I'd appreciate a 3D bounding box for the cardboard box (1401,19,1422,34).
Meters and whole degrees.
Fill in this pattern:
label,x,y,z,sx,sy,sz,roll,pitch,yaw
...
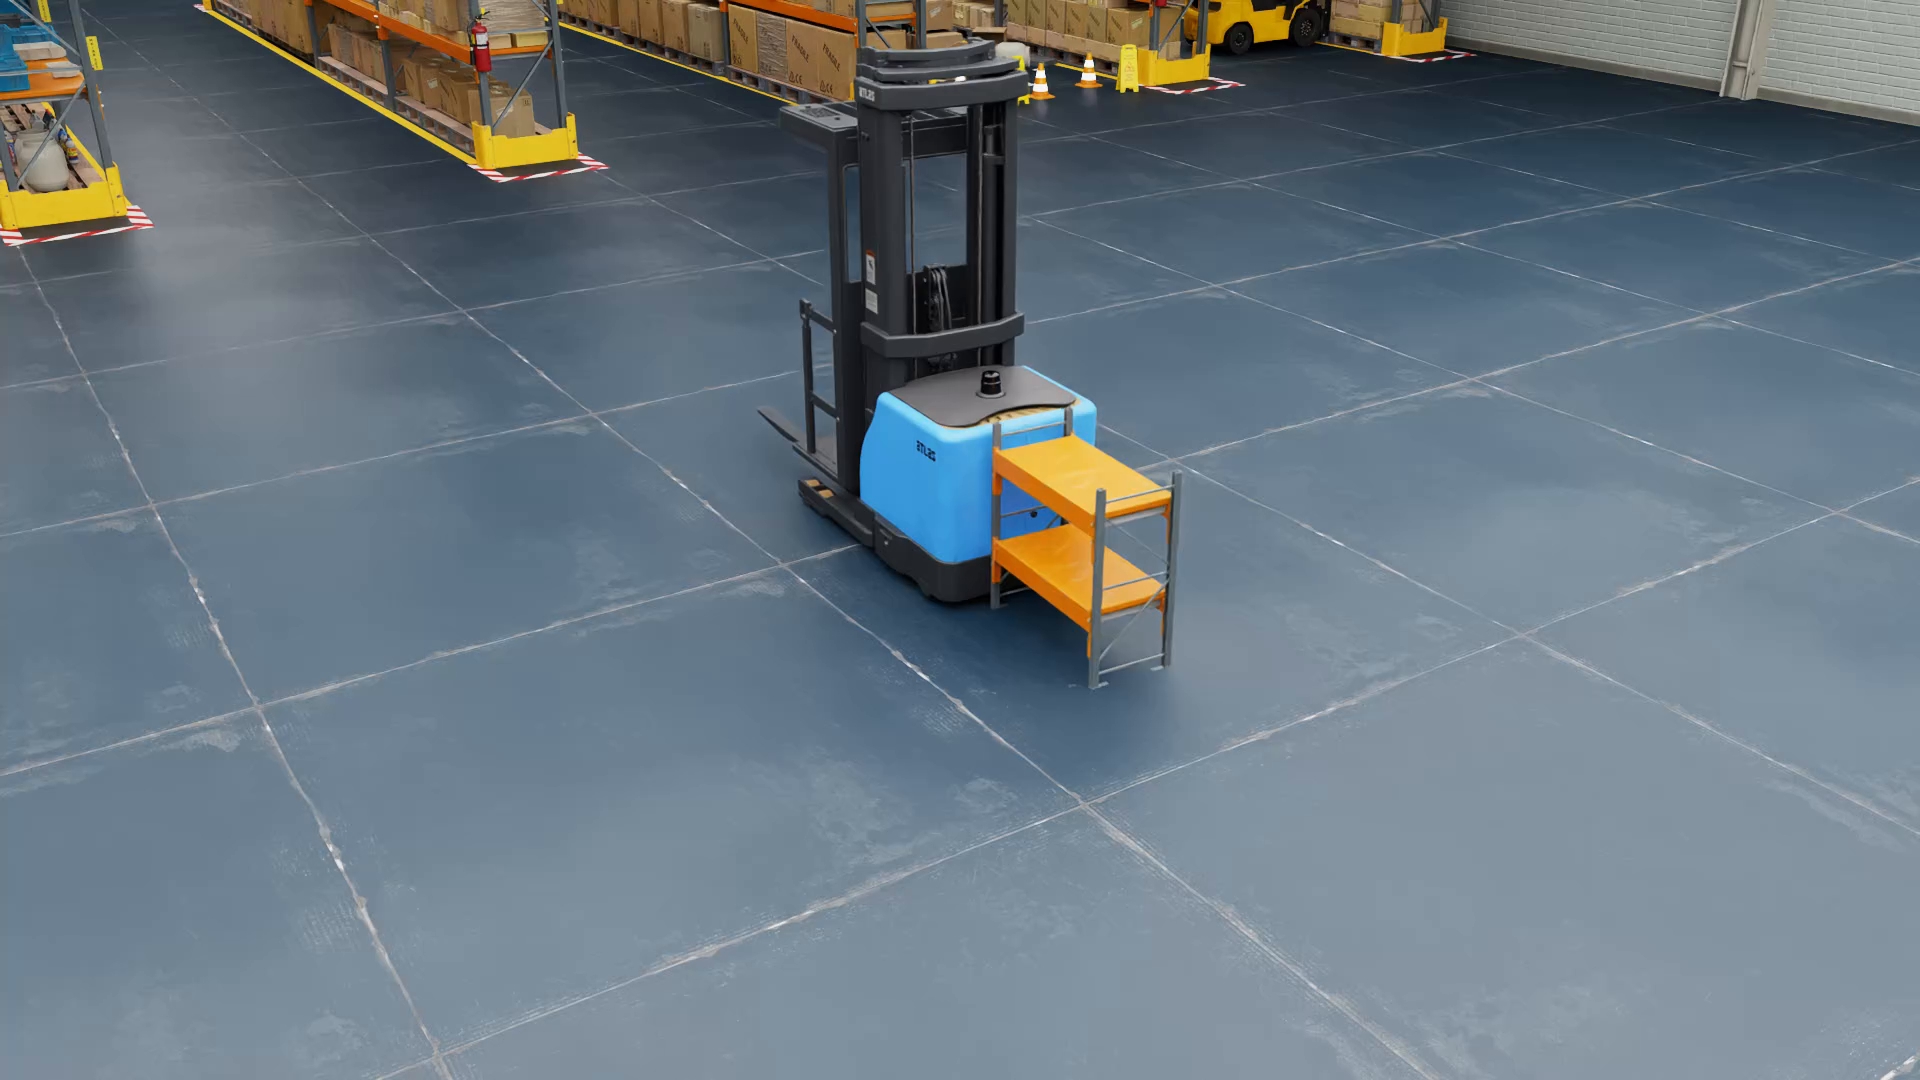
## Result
label,x,y,z,sx,sy,sz,roll,pitch,yaw
cardboard box,7.252,-8.478,27.424,0.500,0.250,0.500,-15,29,-29

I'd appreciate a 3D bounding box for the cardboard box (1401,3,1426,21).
label,x,y,z,sx,sy,sz,roll,pitch,yaw
cardboard box,7.274,-8.700,27.308,0.500,0.250,0.500,-15,29,-29

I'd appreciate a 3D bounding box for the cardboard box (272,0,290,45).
label,x,y,z,sx,sy,sz,roll,pitch,yaw
cardboard box,-10.310,-8.506,26.751,1.225,0.875,0.875,-15,29,-29

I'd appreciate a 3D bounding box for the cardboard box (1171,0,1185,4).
label,x,y,z,sx,sy,sz,roll,pitch,yaw
cardboard box,4.462,-10.320,30.888,0.875,0.625,0.625,-16,30,-30

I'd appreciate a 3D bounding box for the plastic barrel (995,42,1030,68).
label,x,y,z,sx,sy,sz,roll,pitch,yaw
plastic barrel,0.804,-7.373,25.373,0.512,0.421,0.421,3,25,6

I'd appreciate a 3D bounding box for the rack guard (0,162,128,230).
label,x,y,z,sx,sy,sz,roll,pitch,yaw
rack guard,-9.334,-3.574,17.236,1.175,0.500,0.348,-16,29,-30

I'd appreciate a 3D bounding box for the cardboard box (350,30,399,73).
label,x,y,z,sx,sy,sz,roll,pitch,yaw
cardboard box,-8.459,-7.141,24.276,0.700,0.500,0.500,-13,28,-25

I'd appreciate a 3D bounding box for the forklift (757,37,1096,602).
label,x,y,z,sx,sy,sz,roll,pitch,yaw
forklift,-0.384,-1.567,10.135,1.130,2.935,3.031,-14,29,-27

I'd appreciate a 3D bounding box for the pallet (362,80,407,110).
label,x,y,z,sx,sy,sz,roll,pitch,yaw
pallet,-7.713,-6.291,23.328,1.003,0.211,1.213,-16,29,-30

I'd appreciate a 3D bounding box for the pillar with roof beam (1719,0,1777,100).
label,x,y,z,sx,sy,sz,roll,pitch,yaw
pillar with roof beam,7.400,-9.333,19.479,9.100,9.000,0.400,-16,29,-30

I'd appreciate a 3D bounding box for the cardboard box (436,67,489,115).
label,x,y,z,sx,sy,sz,roll,pitch,yaw
cardboard box,-6.378,-5.774,21.403,0.500,0.500,0.500,-19,31,-34

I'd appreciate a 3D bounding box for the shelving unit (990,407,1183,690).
label,x,y,z,sx,sy,sz,roll,pitch,yaw
shelving unit,0.645,0.022,8.885,0.538,1.125,1.048,-13,28,-26

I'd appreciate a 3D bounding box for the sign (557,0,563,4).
label,x,y,z,sx,sy,sz,roll,pitch,yaw
sign,-4.649,-6.361,19.196,0.100,0.325,0.005,-16,29,-30

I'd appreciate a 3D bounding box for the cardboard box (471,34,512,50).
label,x,y,z,sx,sy,sz,roll,pitch,yaw
cardboard box,-5.432,-5.783,19.281,0.380,0.149,0.250,-16,29,-30

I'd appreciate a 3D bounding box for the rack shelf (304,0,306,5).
label,x,y,z,sx,sy,sz,roll,pitch,yaw
rack shelf,-10.562,-9.094,26.843,1.077,0.370,4.000,-16,29,-30

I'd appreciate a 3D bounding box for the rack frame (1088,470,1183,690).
label,x,y,z,sx,sy,sz,roll,pitch,yaw
rack frame,0.892,0.212,8.483,0.500,1.125,0.032,-13,28,-26

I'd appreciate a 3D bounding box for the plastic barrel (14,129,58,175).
label,x,y,z,sx,sy,sz,roll,pitch,yaw
plastic barrel,-9.950,-4.150,17.950,0.421,0.512,0.421,0,25,0

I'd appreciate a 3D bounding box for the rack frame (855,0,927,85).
label,x,y,z,sx,sy,sz,roll,pitch,yaw
rack frame,-0.892,-6.963,21.485,1.000,3.000,0.127,-16,29,-30

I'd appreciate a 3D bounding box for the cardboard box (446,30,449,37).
label,x,y,z,sx,sy,sz,roll,pitch,yaw
cardboard box,-5.973,-6.142,20.041,0.380,0.149,0.250,-16,29,-30

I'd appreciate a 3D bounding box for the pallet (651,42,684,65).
label,x,y,z,sx,sy,sz,roll,pitch,yaw
pallet,-4.230,-7.827,26.584,1.003,0.211,1.213,-16,29,-30

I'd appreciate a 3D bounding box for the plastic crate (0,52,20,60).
label,x,y,z,sx,sy,sz,roll,pitch,yaw
plastic crate,-10.127,-4.964,17.426,0.499,0.251,0.408,-16,29,-30

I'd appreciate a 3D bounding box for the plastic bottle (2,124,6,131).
label,x,y,z,sx,sy,sz,roll,pitch,yaw
plastic bottle,-11.223,-4.769,19.425,0.144,0.351,0.185,-16,29,-30

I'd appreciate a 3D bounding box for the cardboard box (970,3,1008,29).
label,x,y,z,sx,sy,sz,roll,pitch,yaw
cardboard box,0.728,-8.772,27.903,0.950,0.372,0.625,-15,29,-29

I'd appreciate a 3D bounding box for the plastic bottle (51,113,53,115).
label,x,y,z,sx,sy,sz,roll,pitch,yaw
plastic bottle,-10.898,-4.995,19.983,0.061,0.283,0.133,-14,29,-27

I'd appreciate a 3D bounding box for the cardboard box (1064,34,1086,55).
label,x,y,z,sx,sy,sz,roll,pitch,yaw
cardboard box,1.967,-7.698,25.772,0.500,0.250,0.500,-17,30,-31

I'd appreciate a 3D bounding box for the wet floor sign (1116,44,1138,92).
label,x,y,z,sx,sy,sz,roll,pitch,yaw
wet floor sign,2.407,-6.770,23.836,0.267,0.644,0.232,-6,26,-12

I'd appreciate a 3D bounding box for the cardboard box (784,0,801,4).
label,x,y,z,sx,sy,sz,roll,pitch,yaw
cardboard box,-1.976,-7.754,22.985,0.875,0.550,0.500,-16,29,-30

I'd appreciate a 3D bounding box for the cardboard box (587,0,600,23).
label,x,y,z,sx,sy,sz,roll,pitch,yaw
cardboard box,-6.118,-9.245,28.755,0.500,0.500,0.500,-14,29,-28

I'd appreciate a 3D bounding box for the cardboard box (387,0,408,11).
label,x,y,z,sx,sy,sz,roll,pitch,yaw
cardboard box,-6.850,-7.091,21.291,0.875,0.500,0.500,-16,29,-30

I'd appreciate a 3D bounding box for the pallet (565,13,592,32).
label,x,y,z,sx,sy,sz,roll,pitch,yaw
pallet,-6.347,-9.279,29.658,1.003,0.211,1.213,-16,29,-30

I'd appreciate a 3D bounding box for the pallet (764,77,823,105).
label,x,y,z,sx,sy,sz,roll,pitch,yaw
pallet,-2.056,-6.405,23.571,1.003,0.211,1.213,-16,29,-30

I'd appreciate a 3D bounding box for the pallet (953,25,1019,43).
label,x,y,z,sx,sy,sz,roll,pitch,yaw
pallet,0.590,-8.600,28.220,1.003,0.211,1.213,-16,29,-30

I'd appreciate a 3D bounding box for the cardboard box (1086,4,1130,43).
label,x,y,z,sx,sy,sz,roll,pitch,yaw
cardboard box,2.256,-7.850,25.215,0.500,0.500,0.500,-14,29,-28

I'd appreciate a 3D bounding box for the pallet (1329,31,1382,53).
label,x,y,z,sx,sy,sz,roll,pitch,yaw
pallet,6.904,-8.313,27.612,1.003,0.211,1.213,-16,29,-30

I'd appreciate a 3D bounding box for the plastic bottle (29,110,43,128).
label,x,y,z,sx,sy,sz,roll,pitch,yaw
plastic bottle,-10.964,-4.924,19.754,0.144,0.351,0.185,-16,29,-30

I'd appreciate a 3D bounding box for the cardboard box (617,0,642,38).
label,x,y,z,sx,sy,sz,roll,pitch,yaw
cardboard box,-5.002,-8.758,27.431,1.050,0.750,0.750,-16,30,-30

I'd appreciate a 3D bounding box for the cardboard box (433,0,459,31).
label,x,y,z,sx,sy,sz,roll,pitch,yaw
cardboard box,-5.754,-6.377,19.778,0.875,0.500,0.500,-16,29,-30

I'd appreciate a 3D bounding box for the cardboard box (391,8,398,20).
label,x,y,z,sx,sy,sz,roll,pitch,yaw
cardboard box,-7.136,-6.838,21.514,0.380,0.149,0.250,-16,29,-30

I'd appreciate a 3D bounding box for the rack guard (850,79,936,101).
label,x,y,z,sx,sy,sz,roll,pitch,yaw
rack guard,-0.879,-5.824,22.001,1.175,0.500,0.348,-16,29,-30

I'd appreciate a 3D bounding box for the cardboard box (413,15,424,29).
label,x,y,z,sx,sy,sz,roll,pitch,yaw
cardboard box,-6.591,-6.480,20.756,0.380,0.149,0.250,-16,29,-30

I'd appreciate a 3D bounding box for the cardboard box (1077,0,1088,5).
label,x,y,z,sx,sy,sz,roll,pitch,yaw
cardboard box,2.010,-8.258,25.320,0.380,0.149,0.250,-14,29,-27

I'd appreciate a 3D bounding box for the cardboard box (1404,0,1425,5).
label,x,y,z,sx,sy,sz,roll,pitch,yaw
cardboard box,7.253,-8.925,27.200,0.500,0.250,0.500,-16,30,-30

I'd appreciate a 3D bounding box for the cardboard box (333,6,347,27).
label,x,y,z,sx,sy,sz,roll,pitch,yaw
cardboard box,-9.080,-7.879,24.961,0.500,0.250,0.500,-14,29,-28

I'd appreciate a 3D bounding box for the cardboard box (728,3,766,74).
label,x,y,z,sx,sy,sz,roll,pitch,yaw
cardboard box,-2.791,-7.381,24.369,0.875,0.875,0.875,-15,29,-29

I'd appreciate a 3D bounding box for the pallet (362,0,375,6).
label,x,y,z,sx,sy,sz,roll,pitch,yaw
pallet,-7.582,-7.494,22.836,1.003,0.211,1.213,-16,29,-30

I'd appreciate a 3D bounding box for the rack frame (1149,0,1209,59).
label,x,y,z,sx,sy,sz,roll,pitch,yaw
rack frame,3.200,-8.152,24.005,1.000,3.000,0.127,-16,29,-30

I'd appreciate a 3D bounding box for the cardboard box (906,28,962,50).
label,x,y,z,sx,sy,sz,roll,pitch,yaw
cardboard box,-0.398,-7.456,25.295,0.797,0.637,0.503,-16,29,-30

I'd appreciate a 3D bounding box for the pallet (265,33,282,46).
label,x,y,z,sx,sy,sz,roll,pitch,yaw
pallet,-11.170,-8.616,28.253,1.003,0.211,1.213,-16,29,-30

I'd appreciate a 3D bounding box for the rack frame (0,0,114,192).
label,x,y,z,sx,sy,sz,roll,pitch,yaw
rack frame,-9.253,-4.689,16.668,1.000,3.000,0.127,-16,29,-30

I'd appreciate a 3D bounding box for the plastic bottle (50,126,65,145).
label,x,y,z,sx,sy,sz,roll,pitch,yaw
plastic bottle,-10.477,-4.680,19.325,0.152,0.276,0.135,-15,29,-29

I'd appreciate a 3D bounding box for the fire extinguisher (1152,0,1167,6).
label,x,y,z,sx,sy,sz,roll,pitch,yaw
fire extinguisher,2.876,-7.969,23.708,0.296,0.674,0.183,-16,29,-30

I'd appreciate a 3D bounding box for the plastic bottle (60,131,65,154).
label,x,y,z,sx,sy,sz,roll,pitch,yaw
plastic bottle,-10.223,-4.533,19.020,0.097,0.271,0.097,0,25,0

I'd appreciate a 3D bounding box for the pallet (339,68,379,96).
label,x,y,z,sx,sy,sz,roll,pitch,yaw
pallet,-8.383,-6.727,24.254,1.003,0.211,1.213,-16,29,-30

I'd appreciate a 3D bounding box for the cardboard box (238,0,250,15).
label,x,y,z,sx,sy,sz,roll,pitch,yaw
cardboard box,-12.439,-9.941,29.791,0.875,0.875,0.875,-16,29,-30

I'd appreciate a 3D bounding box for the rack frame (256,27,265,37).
label,x,y,z,sx,sy,sz,roll,pitch,yaw
rack frame,-11.654,-10.135,28.205,1.000,3.000,0.127,-16,29,-30

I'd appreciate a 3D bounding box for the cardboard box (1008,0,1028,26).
label,x,y,z,sx,sy,sz,roll,pitch,yaw
cardboard box,1.112,-8.595,26.793,0.500,0.500,0.500,-14,29,-27

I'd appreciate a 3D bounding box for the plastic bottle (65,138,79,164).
label,x,y,z,sx,sy,sz,roll,pitch,yaw
plastic bottle,-9.982,-4.375,18.684,0.097,0.271,0.097,0,25,0
